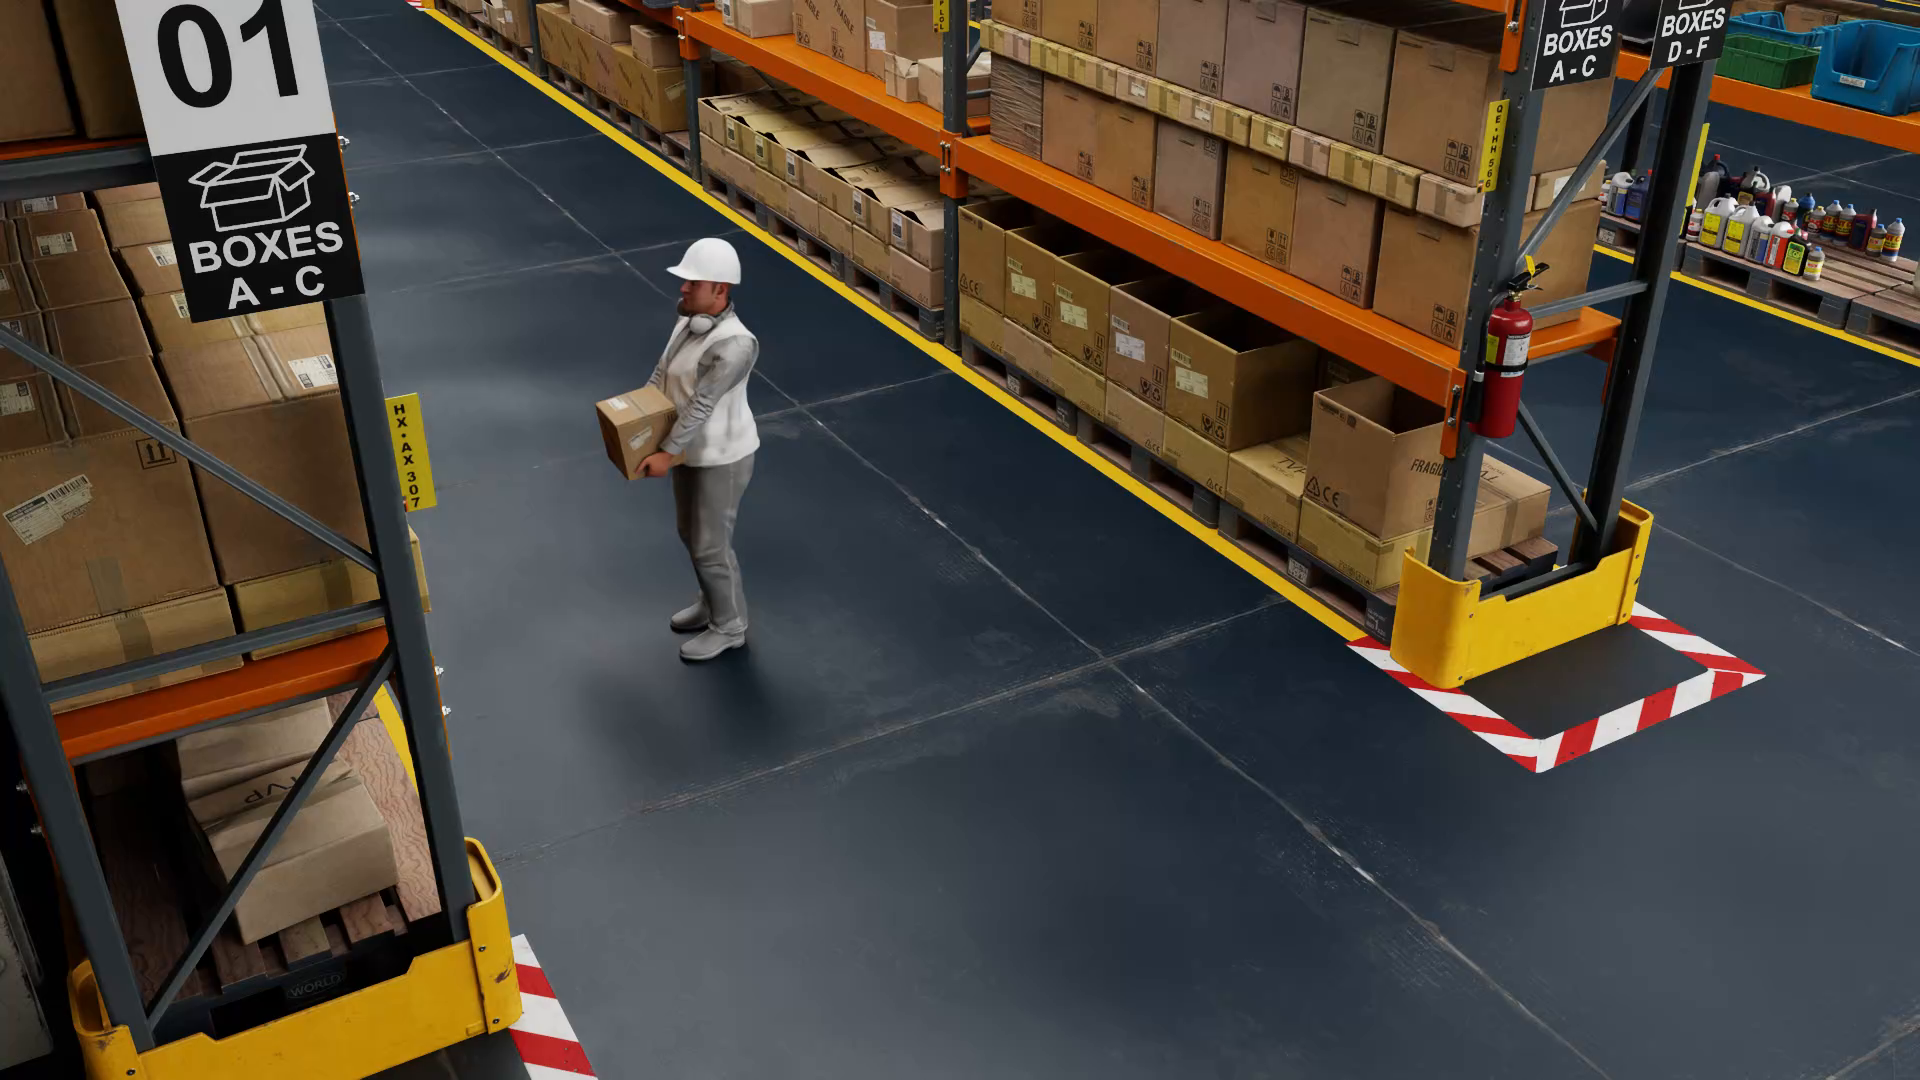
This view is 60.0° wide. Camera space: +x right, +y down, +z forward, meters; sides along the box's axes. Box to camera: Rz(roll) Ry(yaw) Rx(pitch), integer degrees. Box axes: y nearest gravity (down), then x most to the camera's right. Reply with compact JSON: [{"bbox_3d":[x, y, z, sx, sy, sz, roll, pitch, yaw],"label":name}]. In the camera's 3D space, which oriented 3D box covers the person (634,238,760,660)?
[{"bbox_3d":[-1.094,-0.344,6.731,0.546,1.765,0.494,-15,32,-25],"label":"person"}]
